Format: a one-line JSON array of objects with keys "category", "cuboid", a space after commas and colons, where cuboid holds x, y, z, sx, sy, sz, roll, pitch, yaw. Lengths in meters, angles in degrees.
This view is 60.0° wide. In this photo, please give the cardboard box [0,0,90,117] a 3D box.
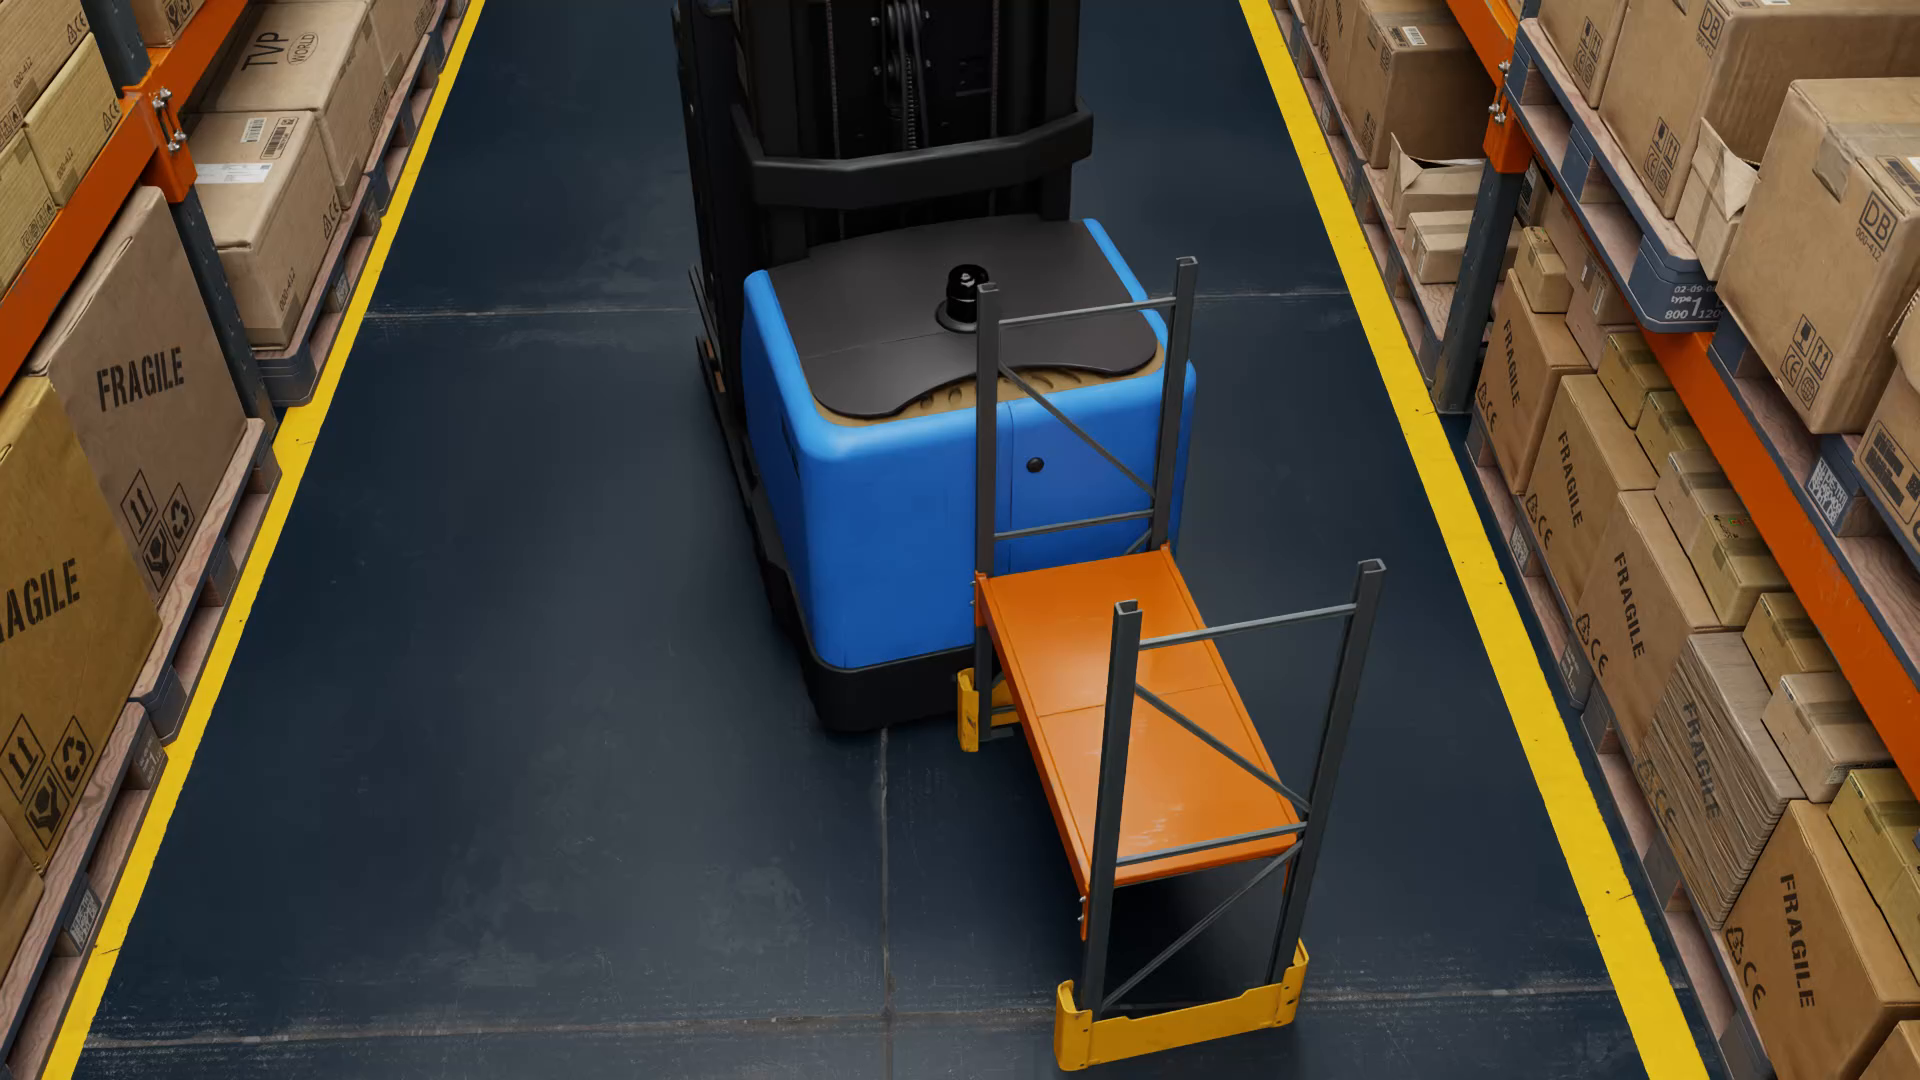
[{"category": "cardboard box", "cuboid": [-2.558, -1.280, 4.167, 0.500, 0.250, 0.500, -2, 43, -2]}]

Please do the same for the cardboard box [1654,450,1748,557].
[{"category": "cardboard box", "cuboid": [1.999, -0.097, 4.195, 0.380, 0.149, 0.250, -2, 43, -2]}]

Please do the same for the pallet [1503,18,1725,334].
[{"category": "pallet", "cuboid": [2.064, -0.973, 4.233, 1.003, 0.211, 1.213, -2, 43, -2]}]

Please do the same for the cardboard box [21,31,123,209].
[{"category": "cardboard box", "cuboid": [-2.549, -1.090, 4.331, 0.500, 0.250, 0.500, -3, 43, -3]}]

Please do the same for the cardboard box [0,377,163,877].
[{"category": "cardboard box", "cuboid": [-2.667, 0.213, 4.059, 0.875, 0.875, 0.875, -1, 43, -1]}]

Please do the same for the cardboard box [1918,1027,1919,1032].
[{"category": "cardboard box", "cuboid": [2.026, 0.953, 3.049, 0.380, 0.149, 0.250, -3, 43, -3]}]

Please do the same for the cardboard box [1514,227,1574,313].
[{"category": "cardboard box", "cuboid": [1.889, -0.809, 4.972, 0.380, 0.149, 0.250, 0, 43, 0]}]

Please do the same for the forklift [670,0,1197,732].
[{"category": "forklift", "cuboid": [-0.290, -1.564, 4.788, 1.130, 2.935, 3.031, -11, 44, -12]}]

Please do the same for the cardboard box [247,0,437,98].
[{"category": "cardboard box", "cuboid": [-2.814, -2.292, 7.115, 0.875, 0.438, 0.875, -1, 43, -1]}]

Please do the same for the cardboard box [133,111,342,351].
[{"category": "cardboard box", "cuboid": [-2.739, -1.078, 5.792, 0.875, 0.438, 0.875, -2, 43, -2]}]

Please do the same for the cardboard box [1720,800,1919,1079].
[{"category": "cardboard box", "cuboid": [2.041, 0.910, 3.576, 0.500, 0.500, 0.500, 0, 43, 0]}]

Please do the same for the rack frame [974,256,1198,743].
[{"category": "rack frame", "cuboid": [0.284, -0.035, 4.178, 0.500, 1.500, 0.032, -9, 43, -10]}]

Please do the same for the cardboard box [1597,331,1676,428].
[{"category": "cardboard box", "cuboid": [2.000, -0.451, 4.581, 0.380, 0.149, 0.250, -4, 43, -4]}]

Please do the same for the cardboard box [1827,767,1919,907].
[{"category": "cardboard box", "cuboid": [2.049, 0.605, 3.429, 0.380, 0.149, 0.250, -2, 43, -2]}]

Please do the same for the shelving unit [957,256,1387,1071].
[{"category": "shelving unit", "cuboid": [0.398, 0.294, 3.819, 0.587, 1.500, 1.083, -9, 43, -10]}]

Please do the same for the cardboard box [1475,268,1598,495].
[{"category": "cardboard box", "cuboid": [1.935, -0.486, 5.100, 0.500, 0.500, 0.500, 0, 43, 0]}]

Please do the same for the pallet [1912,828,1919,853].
[{"category": "pallet", "cuboid": [2.210, 0.729, 2.376, 1.213, 0.211, 1.003, -2, 43, -2]}]

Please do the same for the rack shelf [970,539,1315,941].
[{"category": "rack shelf", "cuboid": [0.400, 0.432, 3.934, 0.538, 0.185, 1.000, -9, 43, -10]}]

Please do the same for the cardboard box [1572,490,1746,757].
[{"category": "cardboard box", "cuboid": [1.984, 0.210, 4.340, 0.500, 0.500, 0.500, -3, 43, -3]}]

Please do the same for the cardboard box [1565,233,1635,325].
[{"category": "cardboard box", "cuboid": [1.948, -0.744, 4.681, 0.380, 0.149, 0.250, -4, 43, -4]}]

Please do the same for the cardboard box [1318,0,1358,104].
[{"category": "cardboard box", "cuboid": [1.821, -2.166, 6.933, 0.500, 0.500, 0.500, -1, 43, -1]}]

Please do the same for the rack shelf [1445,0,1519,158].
[{"category": "rack shelf", "cuboid": [2.054, -2.671, 6.477, 1.077, 0.370, 4.000, -2, 43, -2]}]

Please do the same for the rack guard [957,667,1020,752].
[{"category": "rack guard", "cuboid": [0.284, 0.427, 4.599, 0.587, 0.250, 0.087, -9, 43, -10]}]

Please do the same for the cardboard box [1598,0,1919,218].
[{"category": "cardboard box", "cuboid": [1.958, -1.095, 3.840, 0.700, 0.500, 0.500, -1, 43, -1]}]

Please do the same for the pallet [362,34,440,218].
[{"category": "pallet", "cuboid": [-2.829, -1.754, 7.008, 1.003, 0.211, 1.213, -2, 43, -2]}]

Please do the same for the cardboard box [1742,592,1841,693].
[{"category": "cardboard box", "cuboid": [2.047, 0.252, 3.814, 0.380, 0.149, 0.250, -1, 43, -2]}]

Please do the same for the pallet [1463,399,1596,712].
[{"category": "pallet", "cuboid": [2.212, -0.010, 5.105, 1.003, 0.211, 1.213, -2, 43, -2]}]

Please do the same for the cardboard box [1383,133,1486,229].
[{"category": "cardboard box", "cuboid": [1.807, -1.342, 6.206, 0.396, 0.266, 0.258, 0, 43, 0]}]

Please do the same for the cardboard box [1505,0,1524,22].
[{"category": "cardboard box", "cuboid": [1.873, -1.702, 5.072, 0.380, 0.149, 0.250, -1, 43, -1]}]

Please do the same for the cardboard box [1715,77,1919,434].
[{"category": "cardboard box", "cuboid": [1.992, -0.565, 3.262, 0.700, 0.500, 0.500, -2, 43, -2]}]

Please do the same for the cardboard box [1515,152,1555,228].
[{"category": "cardboard box", "cuboid": [2.347, -1.203, 6.021, 0.500, 0.311, 0.500, 0, 43, 0]}]

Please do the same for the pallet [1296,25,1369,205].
[{"category": "pallet", "cuboid": [2.056, -1.847, 7.109, 1.003, 0.211, 1.213, -2, 43, -2]}]

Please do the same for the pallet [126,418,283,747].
[{"category": "pallet", "cuboid": [-2.712, 0.106, 4.979, 1.003, 0.211, 1.213, -2, 43, -2]}]

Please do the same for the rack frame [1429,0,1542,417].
[{"category": "rack frame", "cuboid": [2.139, -1.586, 4.760, 1.000, 3.000, 0.127, -2, 43, -2]}]

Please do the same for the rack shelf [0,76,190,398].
[{"category": "rack shelf", "cuboid": [-2.735, 0.174, 3.372, 1.077, 0.370, 4.000, -2, 43, -2]}]
